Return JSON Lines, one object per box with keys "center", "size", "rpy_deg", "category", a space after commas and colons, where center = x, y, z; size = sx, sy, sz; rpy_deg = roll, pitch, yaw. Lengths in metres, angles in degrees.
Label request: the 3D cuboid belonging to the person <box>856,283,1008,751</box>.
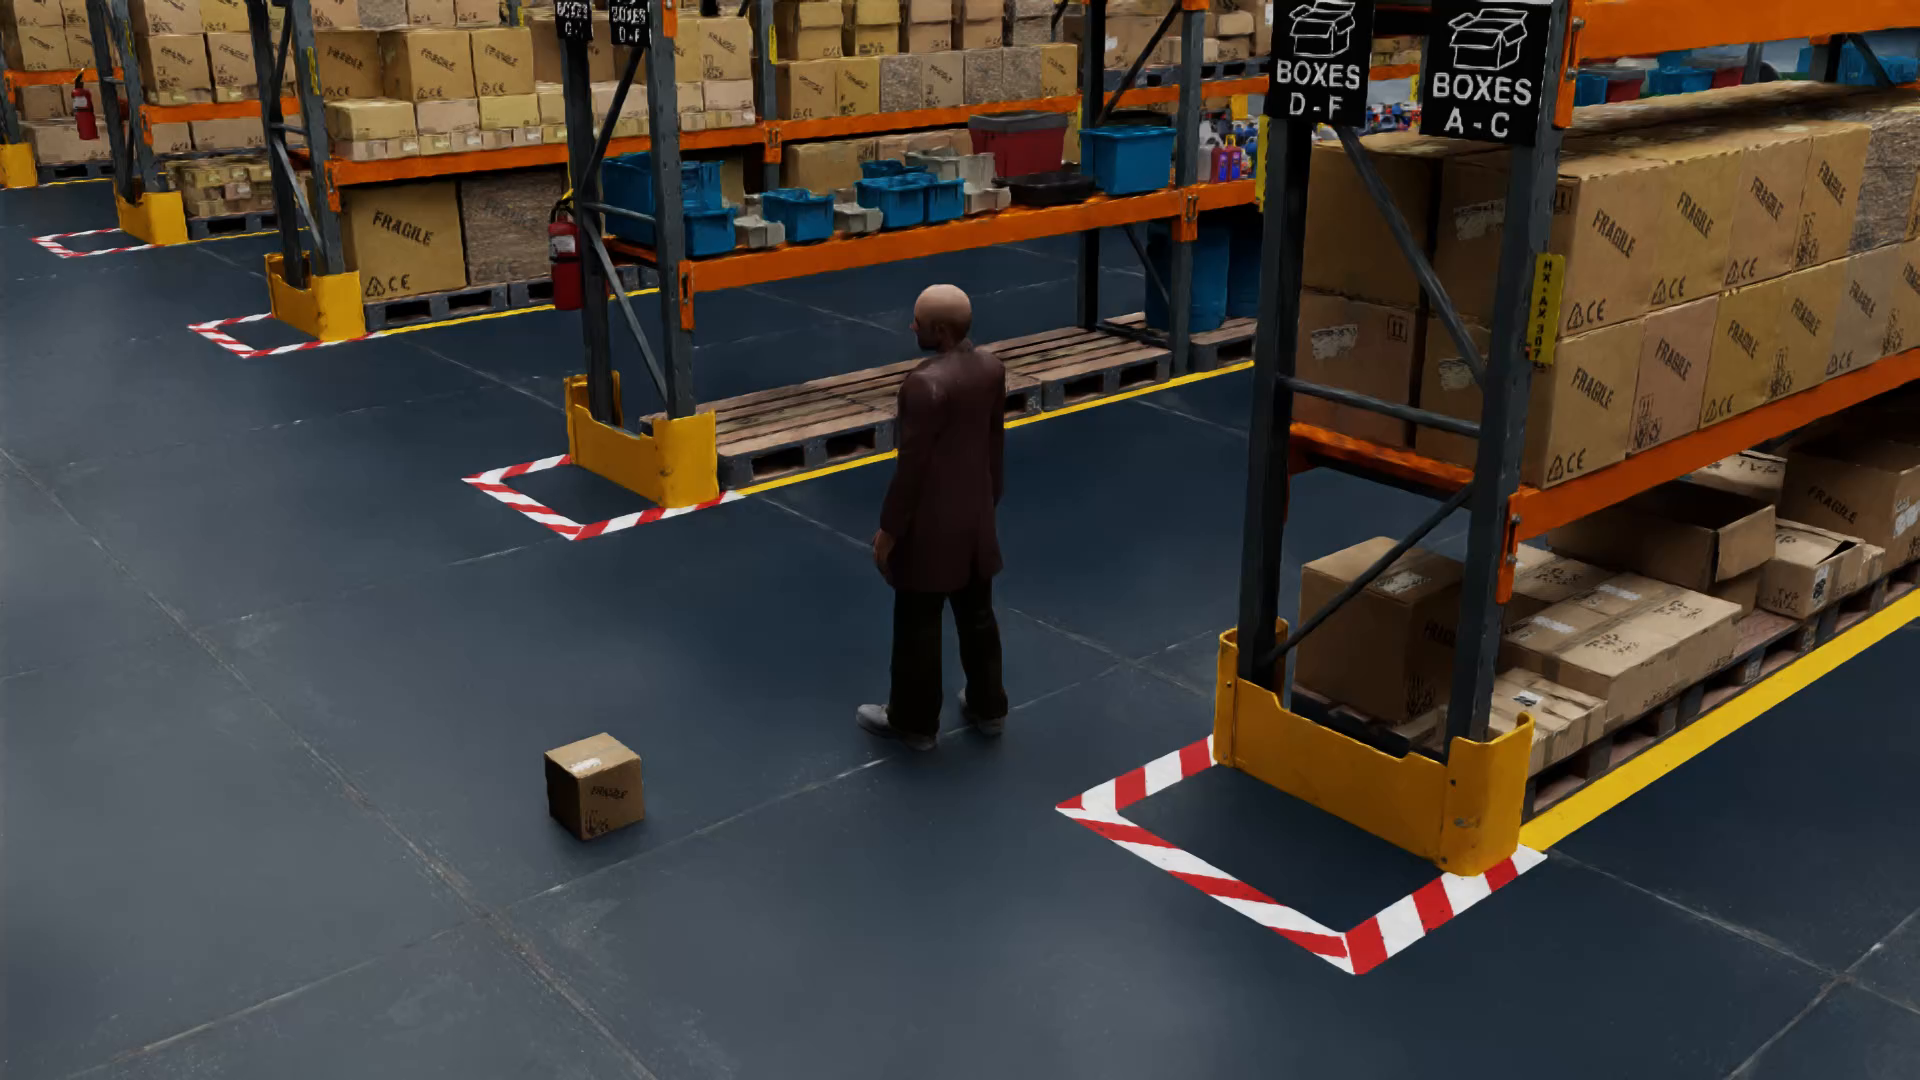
{"center": [-0.105, -0.084, 6.236], "size": [0.520, 1.789, 0.647], "rpy_deg": [14, 25, 32], "category": "person"}
